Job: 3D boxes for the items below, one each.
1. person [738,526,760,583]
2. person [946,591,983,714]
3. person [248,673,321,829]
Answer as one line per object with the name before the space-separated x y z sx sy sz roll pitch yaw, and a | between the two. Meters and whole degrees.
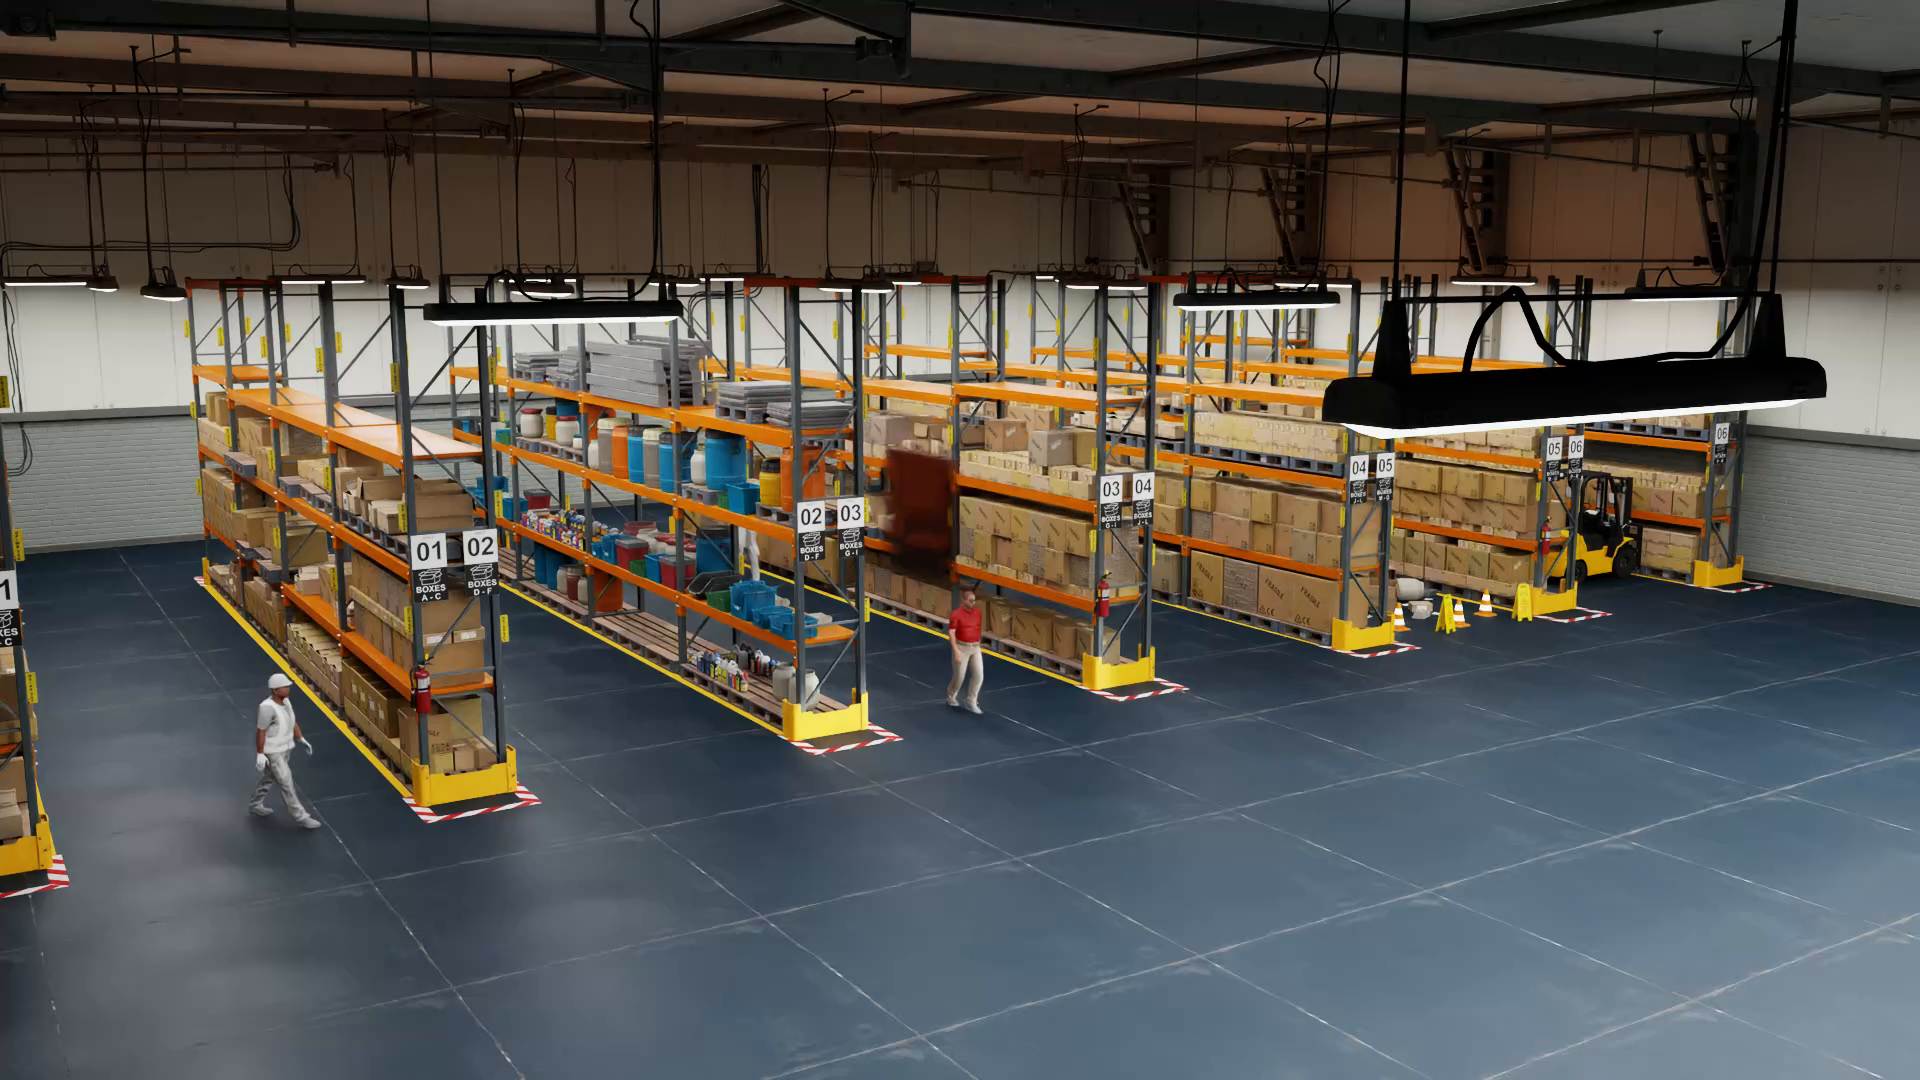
person | -4.139 0.081 32.201 0.600 1.713 1.142 -5 11 -28
person | 0.097 1.590 23.604 0.616 1.757 0.683 -7 12 -38
person | -7.642 2.342 18.730 1.110 1.712 0.642 3 10 16
